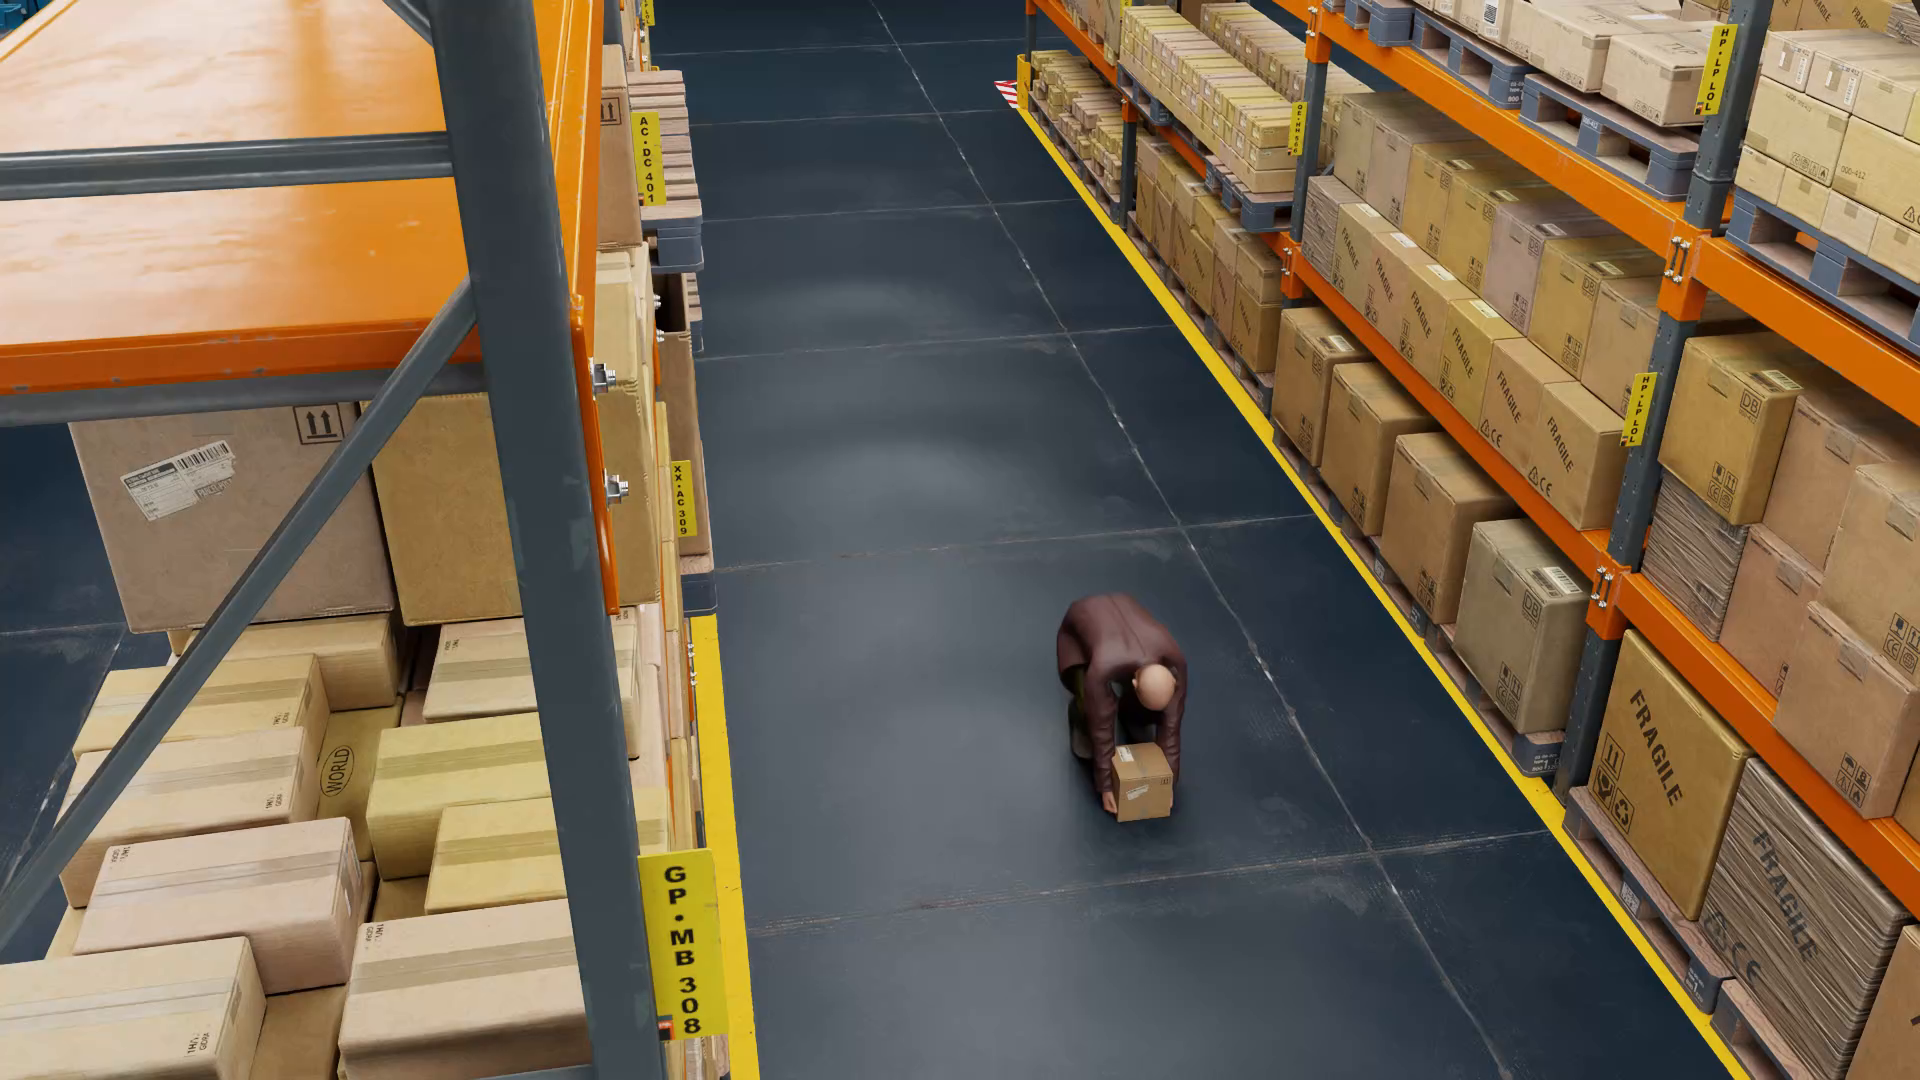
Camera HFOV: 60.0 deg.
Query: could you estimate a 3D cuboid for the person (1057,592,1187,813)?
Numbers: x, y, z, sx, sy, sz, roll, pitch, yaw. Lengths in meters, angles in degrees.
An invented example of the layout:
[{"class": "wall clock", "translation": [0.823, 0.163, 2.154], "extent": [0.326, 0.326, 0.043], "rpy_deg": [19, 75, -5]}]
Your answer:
[{"class": "person", "translation": [0.768, 0.722, 7.908], "extent": [0.580, 0.821, 0.947], "rpy_deg": [-6, 31, -10]}]
